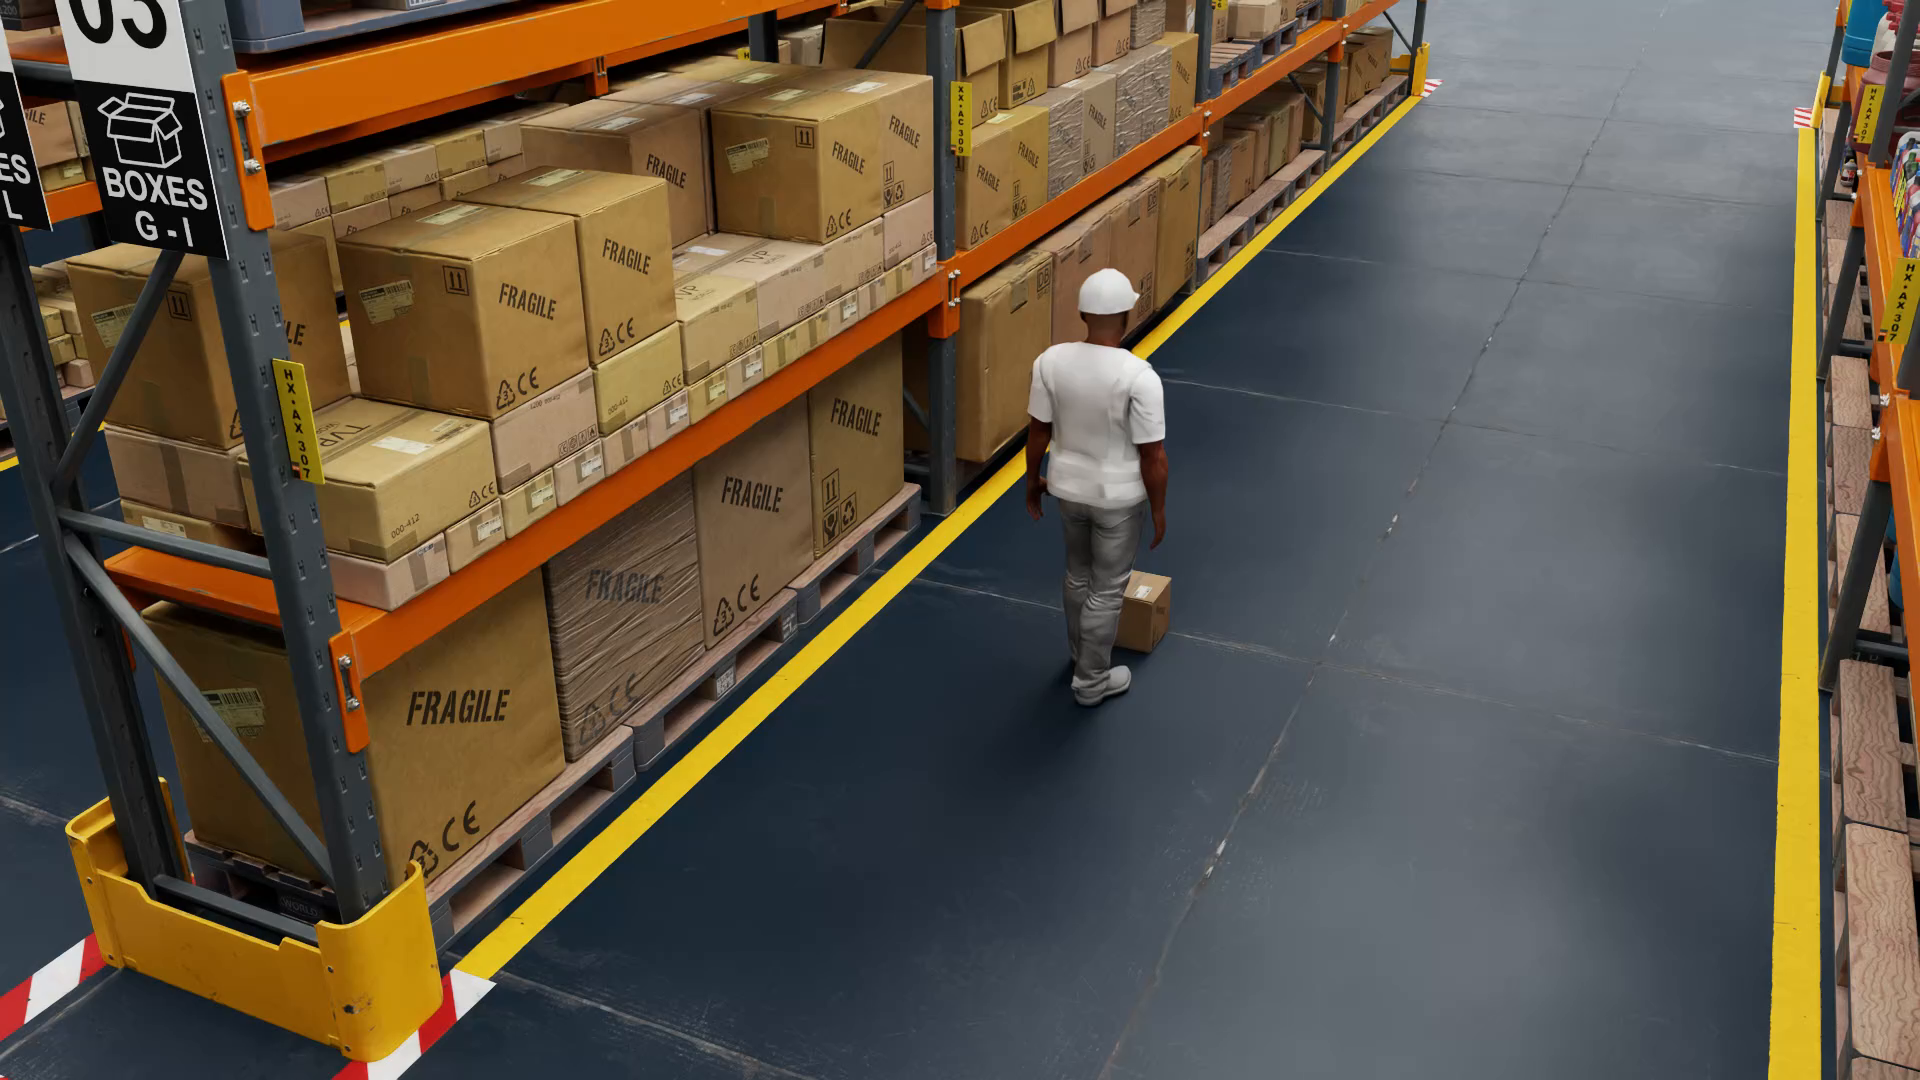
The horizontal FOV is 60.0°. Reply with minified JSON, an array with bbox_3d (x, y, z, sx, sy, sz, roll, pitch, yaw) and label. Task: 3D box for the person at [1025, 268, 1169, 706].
[{"bbox_3d":[0.609,-0.231,6.537,0.605,1.768,0.594,18,31,32],"label":"person"}]
